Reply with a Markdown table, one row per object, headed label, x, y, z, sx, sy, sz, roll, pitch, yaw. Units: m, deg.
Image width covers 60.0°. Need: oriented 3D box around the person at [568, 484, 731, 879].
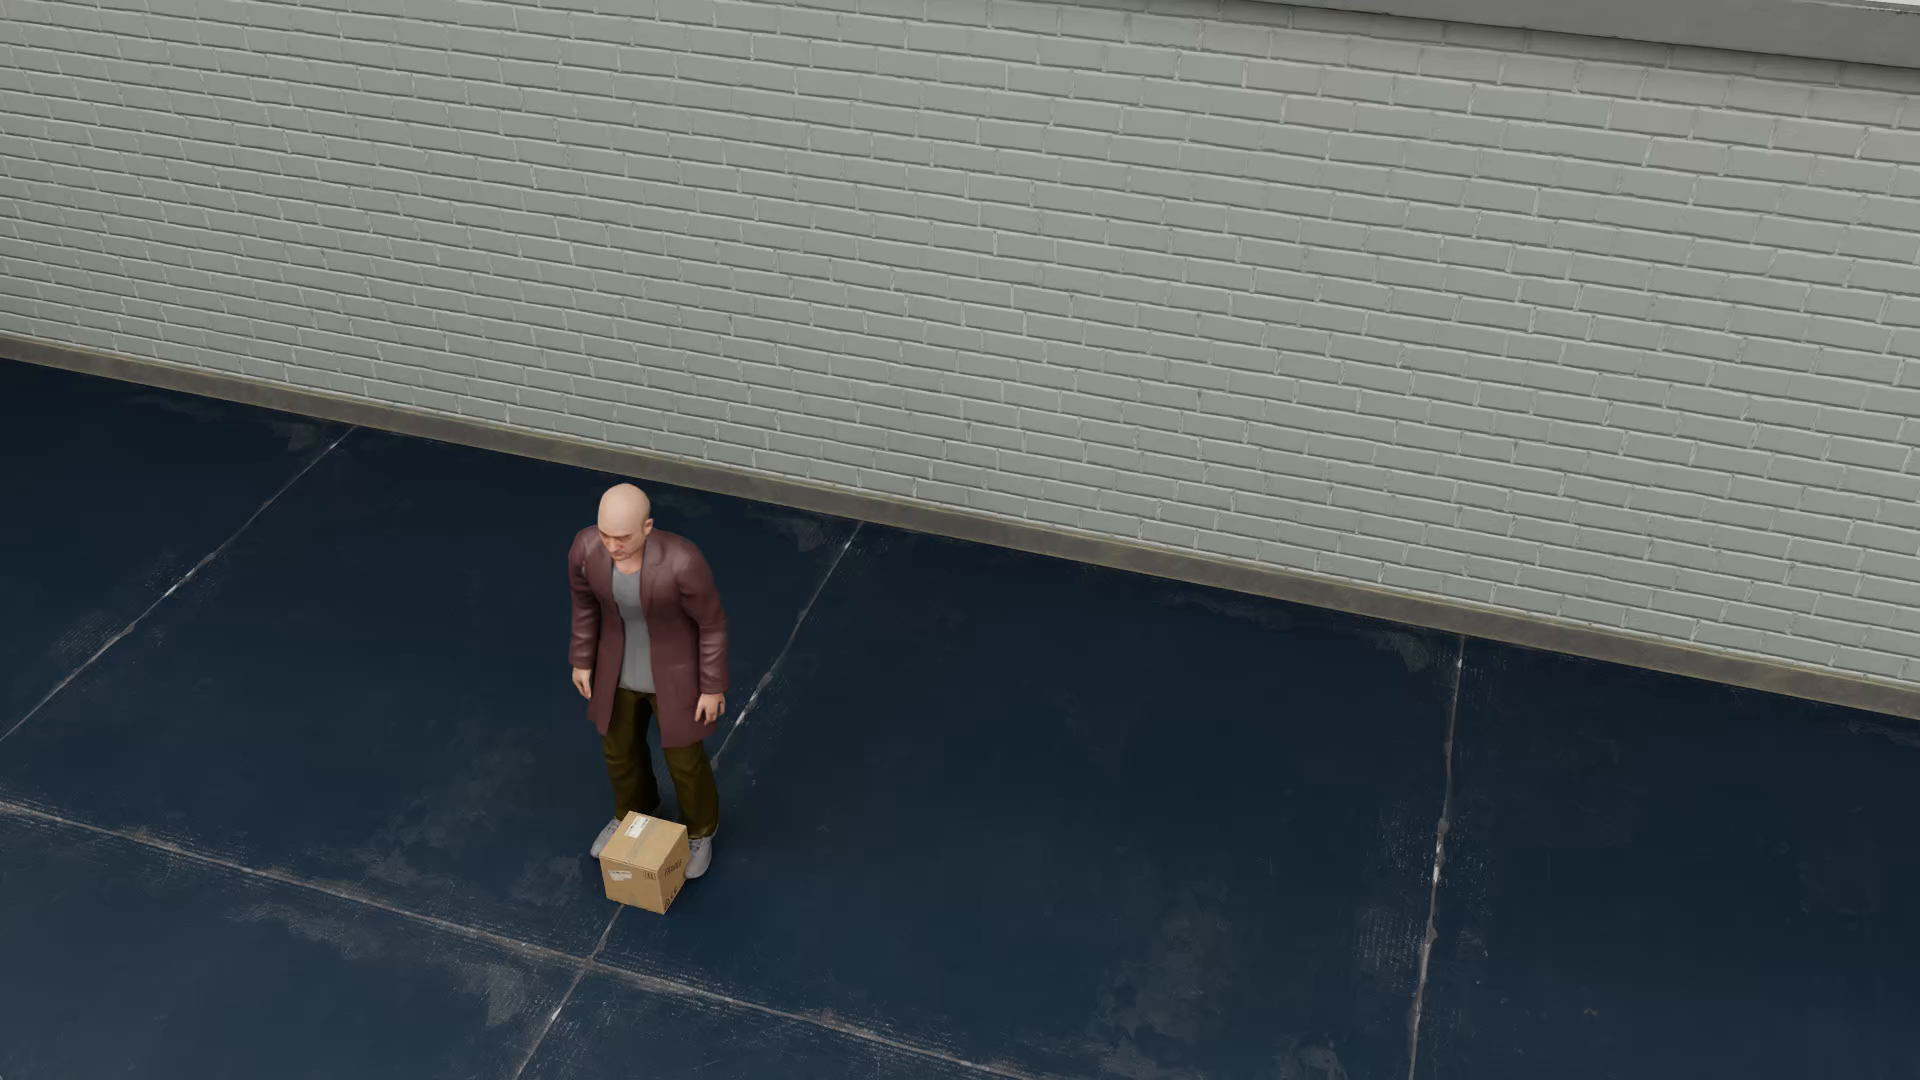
| label | x | y | z | sx | sy | sz | roll | pitch | yaw |
| --- | --- | --- | --- | --- | --- | --- | --- | --- | --- |
| person | -1.158 | 0.505 | 6.224 | 0.648 | 1.774 | 0.418 | 10 | 38 | 13 |
